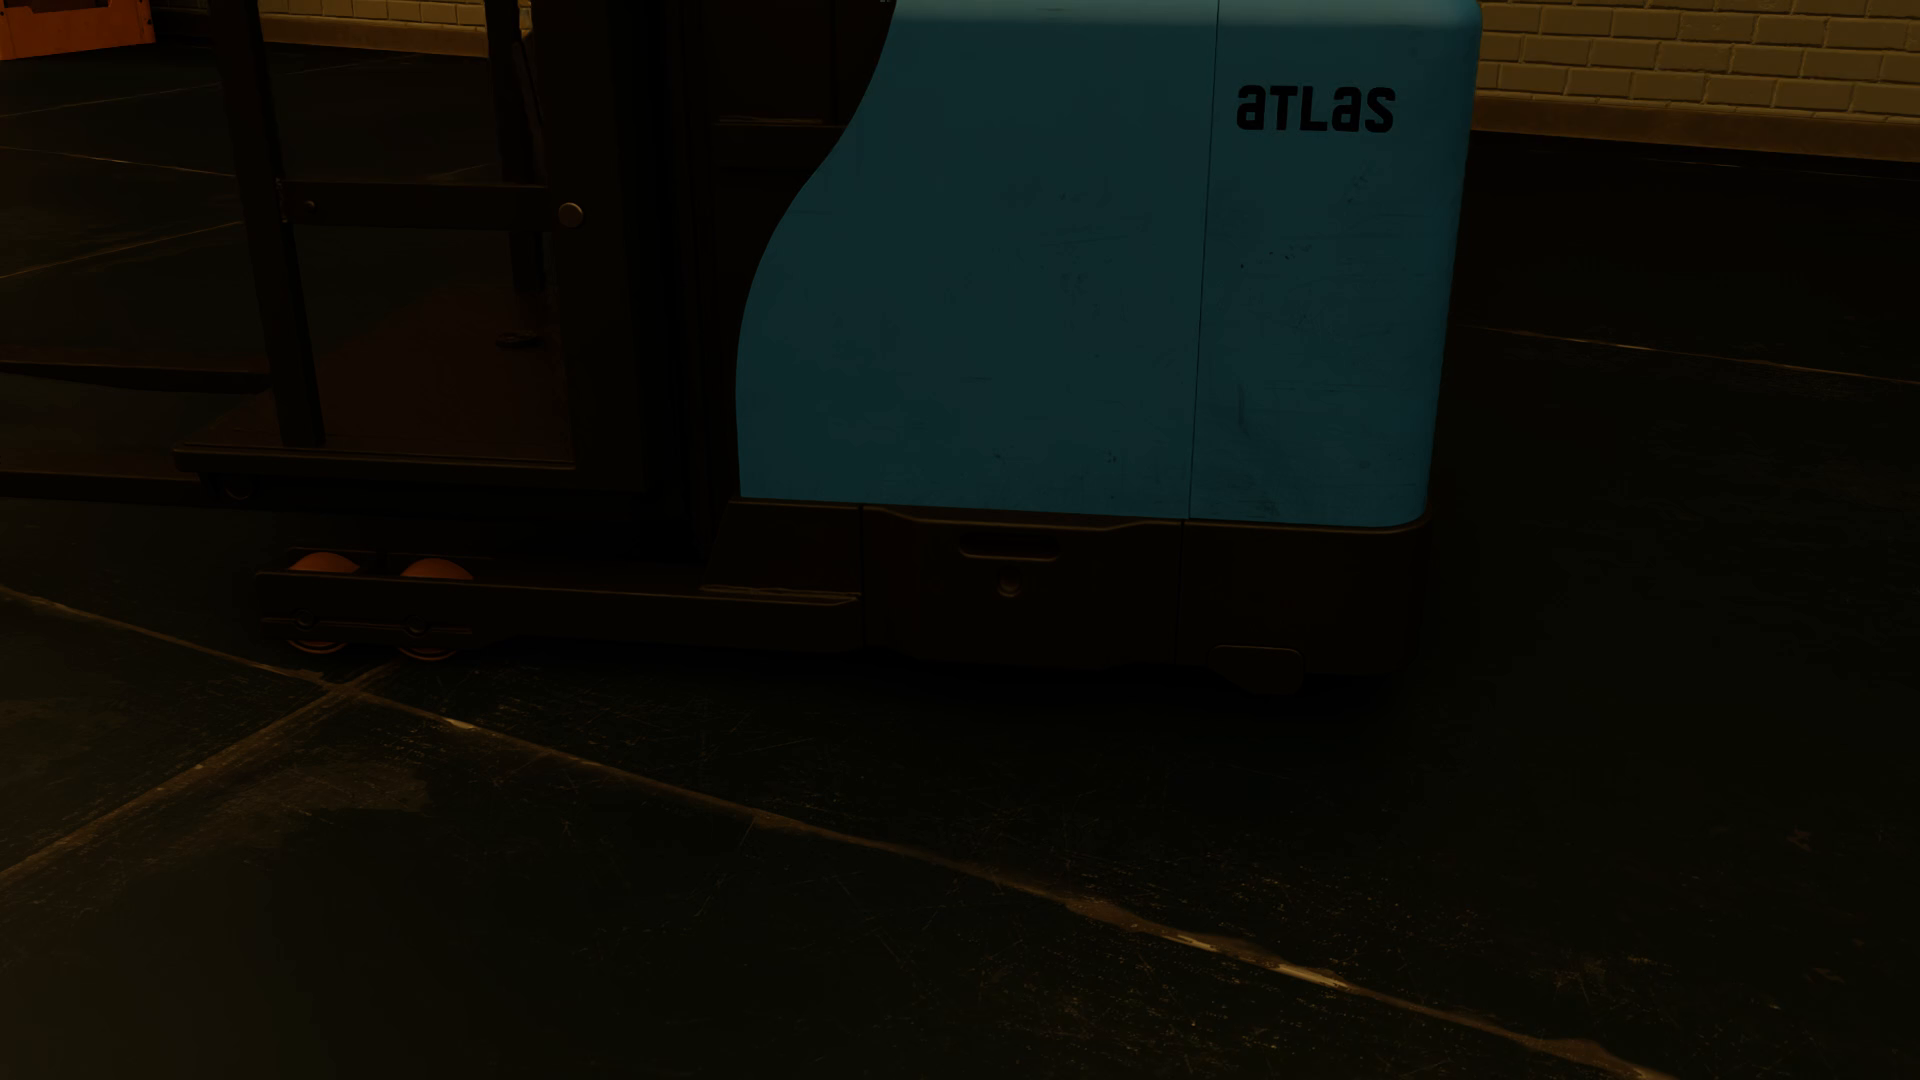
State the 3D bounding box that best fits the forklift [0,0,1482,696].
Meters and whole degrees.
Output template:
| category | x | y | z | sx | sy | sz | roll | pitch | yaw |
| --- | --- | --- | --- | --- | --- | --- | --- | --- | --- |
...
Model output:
| category | x | y | z | sx | sy | sz | roll | pitch | yaw |
| --- | --- | --- | --- | --- | --- | --- | --- | --- | --- |
| forklift | -0.724 | -1.349 | 2.656 | 3.031 | 2.935 | 1.130 | 3 | 23 | 7 |
